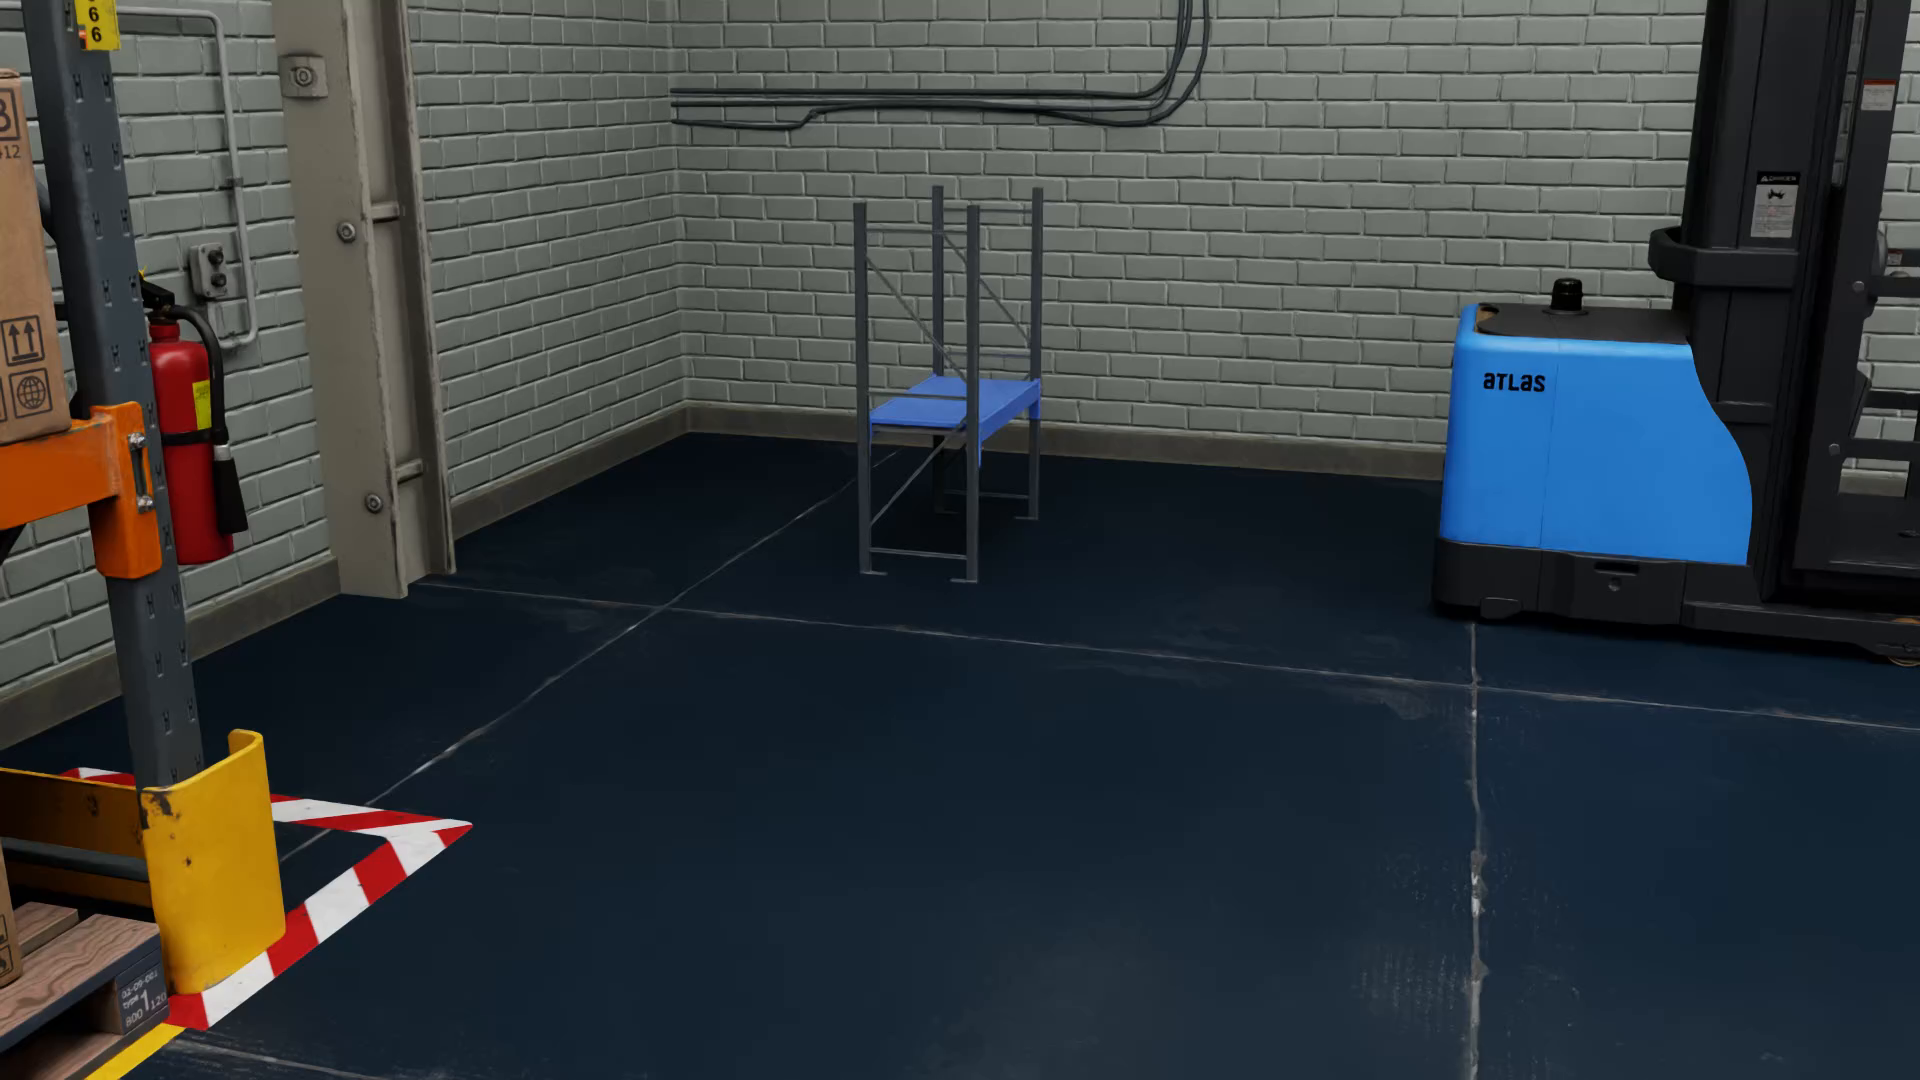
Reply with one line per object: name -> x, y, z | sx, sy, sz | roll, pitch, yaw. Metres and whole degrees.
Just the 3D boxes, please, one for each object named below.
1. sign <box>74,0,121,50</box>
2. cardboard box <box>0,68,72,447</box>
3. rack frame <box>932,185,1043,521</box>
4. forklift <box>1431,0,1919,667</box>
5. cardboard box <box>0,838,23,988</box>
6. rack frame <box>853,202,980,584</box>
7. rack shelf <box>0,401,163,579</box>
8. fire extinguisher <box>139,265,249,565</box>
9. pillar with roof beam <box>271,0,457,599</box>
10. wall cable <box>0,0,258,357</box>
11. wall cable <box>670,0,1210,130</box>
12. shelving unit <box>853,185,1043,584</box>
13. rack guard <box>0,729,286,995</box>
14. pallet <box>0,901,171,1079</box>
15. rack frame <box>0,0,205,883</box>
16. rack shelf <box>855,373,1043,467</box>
sign -> -1.704, -1.127, 3.249 | 0.100, 0.325, 0.005 | 5, 16, 16
cardboard box -> -2.356, -0.512, 3.087 | 0.980, 0.700, 0.700 | 5, 17, 18
rack frame -> 0.120, -0.832, 7.515 | 0.500, 1.500, 0.032 | 5, 16, 16
forklift -> 3.364, -1.117, 5.895 | 3.031, 2.935, 1.130 | 5, 17, 17
cardboard box -> -2.324, 0.690, 3.212 | 0.700, 0.500, 0.500 | 5, 16, 16
rack frame -> -0.169, -0.566, 6.577 | 0.500, 1.500, 0.032 | 5, 16, 16
rack shelf -> -2.789, 0.368, 1.854 | 1.077, 0.370, 4.000 | 5, 16, 16
fire extinguisher -> -1.735, -0.289, 3.675 | 0.296, 0.674, 0.183 | 5, 16, 16
pillar with roof beam -> 1.845, -3.827, 4.332 | 9.100, 9.000, 0.400 | 5, 16, 16
wall cable -> -2.764, -1.399, 4.902 | 0.084, 1.984, 1.851 | 5, 16, 16
wall cable -> -0.271, -3.346, 8.325 | 3.097, 2.526, 0.112 | 5, 16, 16
shelving unit -> -0.024, -0.699, 7.046 | 0.538, 1.500, 1.048 | 5, 16, 16
rack guard -> -2.214, 0.695, 3.964 | 1.175, 0.500, 0.348 | 5, 16, 16
pallet -> -2.373, 1.055, 3.223 | 1.003, 0.211, 1.213 | 5, 16, 16
rack frame -> -2.221, -0.502, 3.601 | 1.000, 3.000, 0.127 | 5, 16, 16
rack shelf -> -0.024, -0.526, 7.095 | 0.538, 0.185, 1.000 | 5, 16, 16
